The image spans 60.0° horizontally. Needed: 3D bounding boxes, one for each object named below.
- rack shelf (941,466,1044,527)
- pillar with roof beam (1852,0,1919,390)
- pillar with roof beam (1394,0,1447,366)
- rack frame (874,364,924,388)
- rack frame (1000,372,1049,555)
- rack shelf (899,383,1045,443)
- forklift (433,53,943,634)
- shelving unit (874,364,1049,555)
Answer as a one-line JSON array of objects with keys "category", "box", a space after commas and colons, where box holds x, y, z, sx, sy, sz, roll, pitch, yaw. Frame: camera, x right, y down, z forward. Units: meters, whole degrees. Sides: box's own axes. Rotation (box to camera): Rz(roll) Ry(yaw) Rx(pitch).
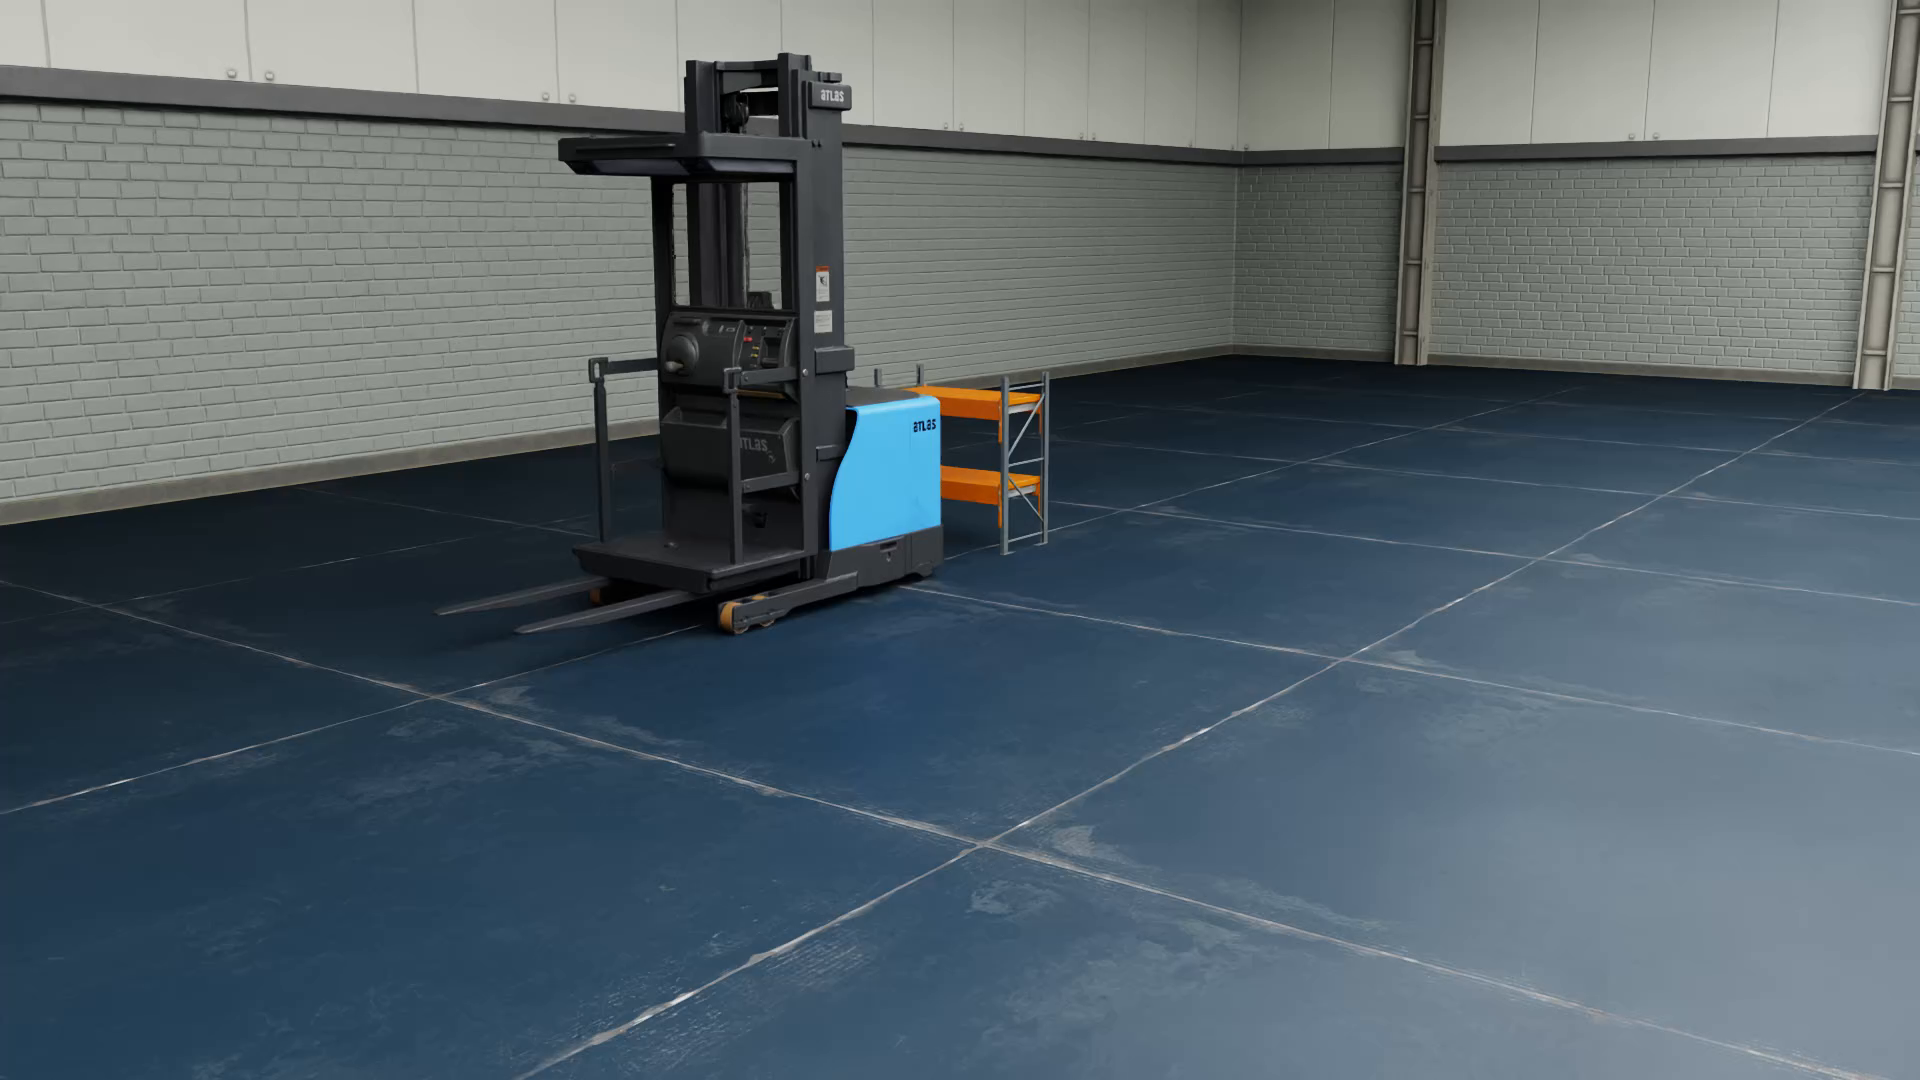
[{"category": "rack shelf", "box": [0.005, -0.311, 10.965, 1.000, 0.278, 0.538, 8, 13, 36]}, {"category": "pillar with roof beam", "box": [8.884, -5.658, 16.583, 0.400, 9.000, 9.100, 8, 13, 36]}, {"category": "pillar with roof beam", "box": [4.048, -6.332, 20.069, 0.400, 9.000, 9.100, 8, 13, 36]}, {"category": "rack frame", "box": [-0.404, -0.609, 11.214, 0.032, 1.125, 0.500, 8, 13, 36]}, {"category": "rack frame", "box": [0.415, -0.494, 10.624, 0.032, 1.125, 0.500, 8, 13, 36]}, {"category": "rack shelf", "box": [0.005, -0.839, 10.863, 1.000, 0.278, 0.538, 8, 13, 36]}, {"category": "forklift", "box": [-1.381, -1.061, 8.798, 1.130, 2.935, 3.031, 8, 14, 36]}, {"category": "shelving unit", "box": [0.005, -0.552, 10.919, 1.048, 1.125, 0.538, 8, 13, 36]}]
